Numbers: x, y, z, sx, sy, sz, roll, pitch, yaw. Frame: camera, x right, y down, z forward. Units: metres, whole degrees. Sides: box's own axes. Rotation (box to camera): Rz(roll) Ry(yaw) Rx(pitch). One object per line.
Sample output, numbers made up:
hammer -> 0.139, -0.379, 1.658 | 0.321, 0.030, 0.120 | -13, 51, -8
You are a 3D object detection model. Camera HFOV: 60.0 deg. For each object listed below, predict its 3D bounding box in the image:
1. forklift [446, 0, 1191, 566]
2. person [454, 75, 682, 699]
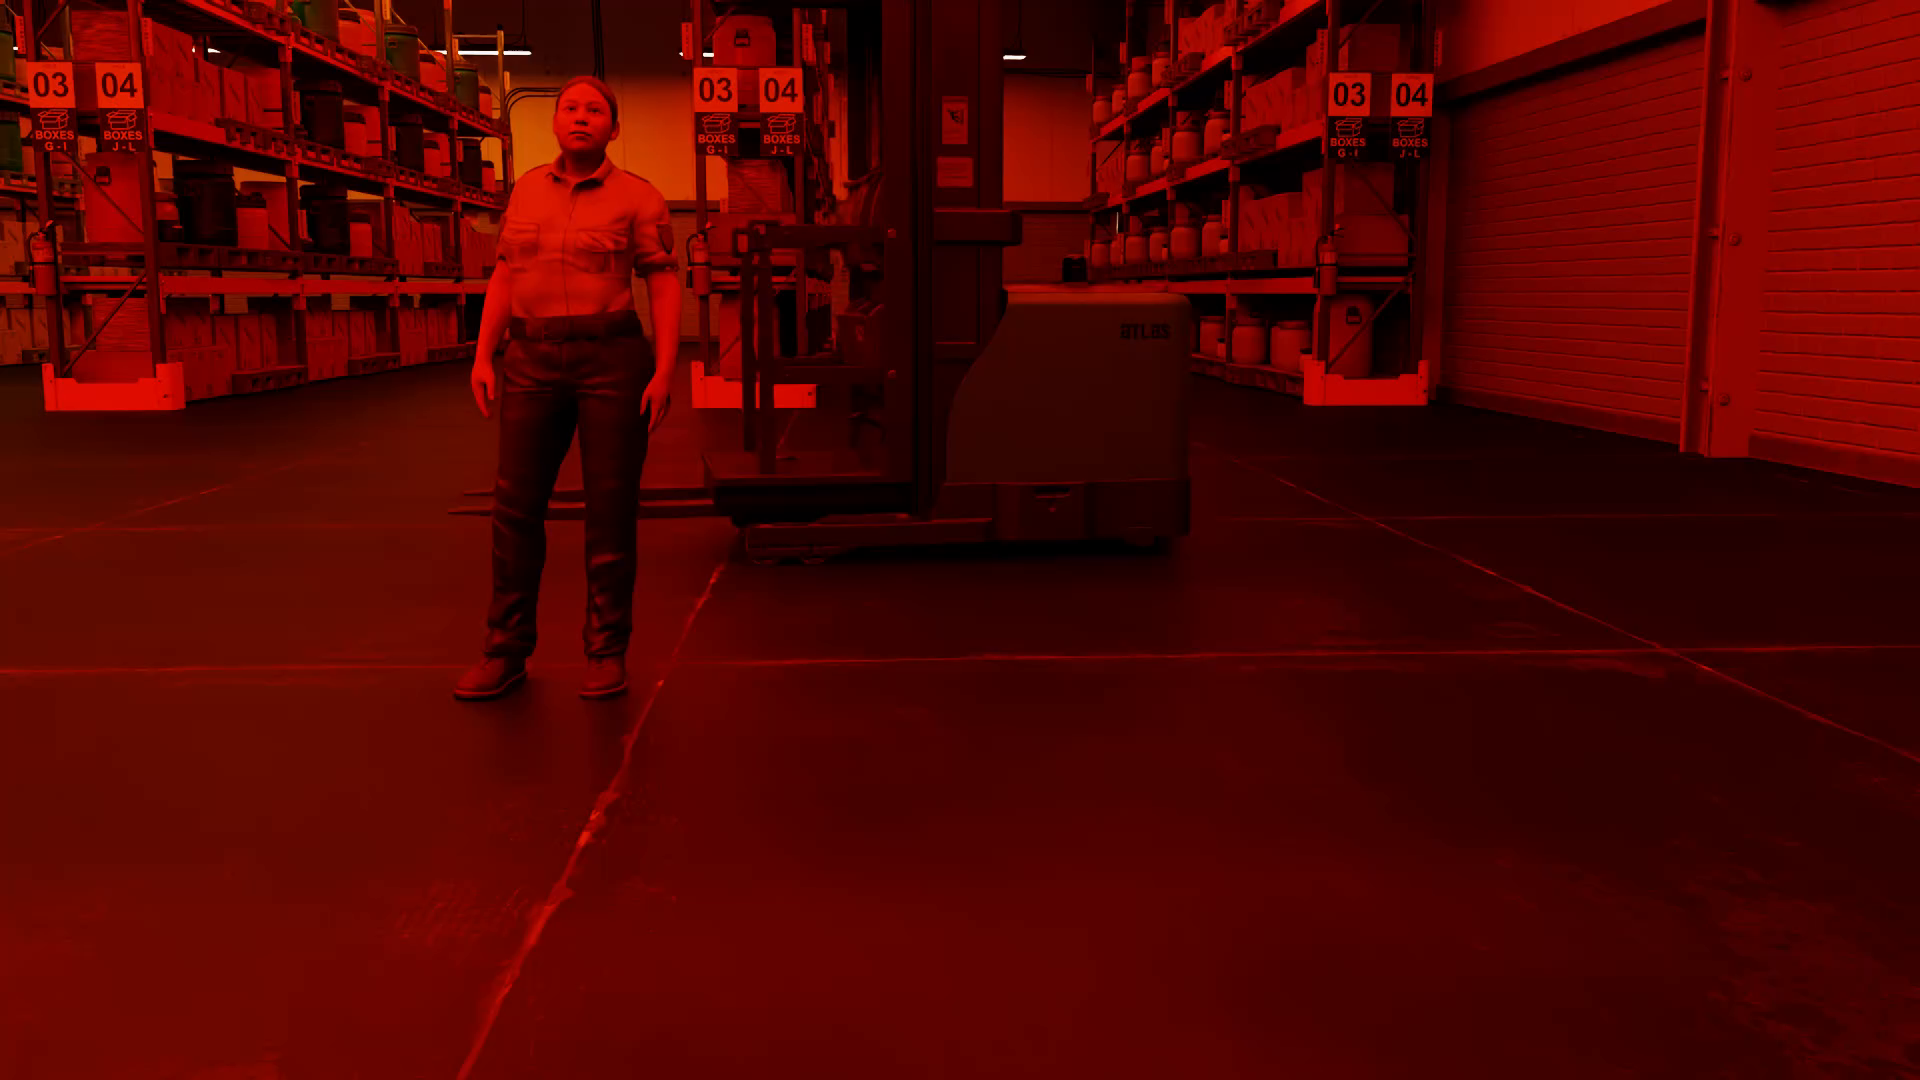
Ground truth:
forklift -> -0.599, -1.431, 6.966 | 3.031, 2.935, 1.130 | -2, 9, -11
person -> -1.060, -0.409, 4.495 | 0.573, 1.650, 0.475 | 1, 8, 6
